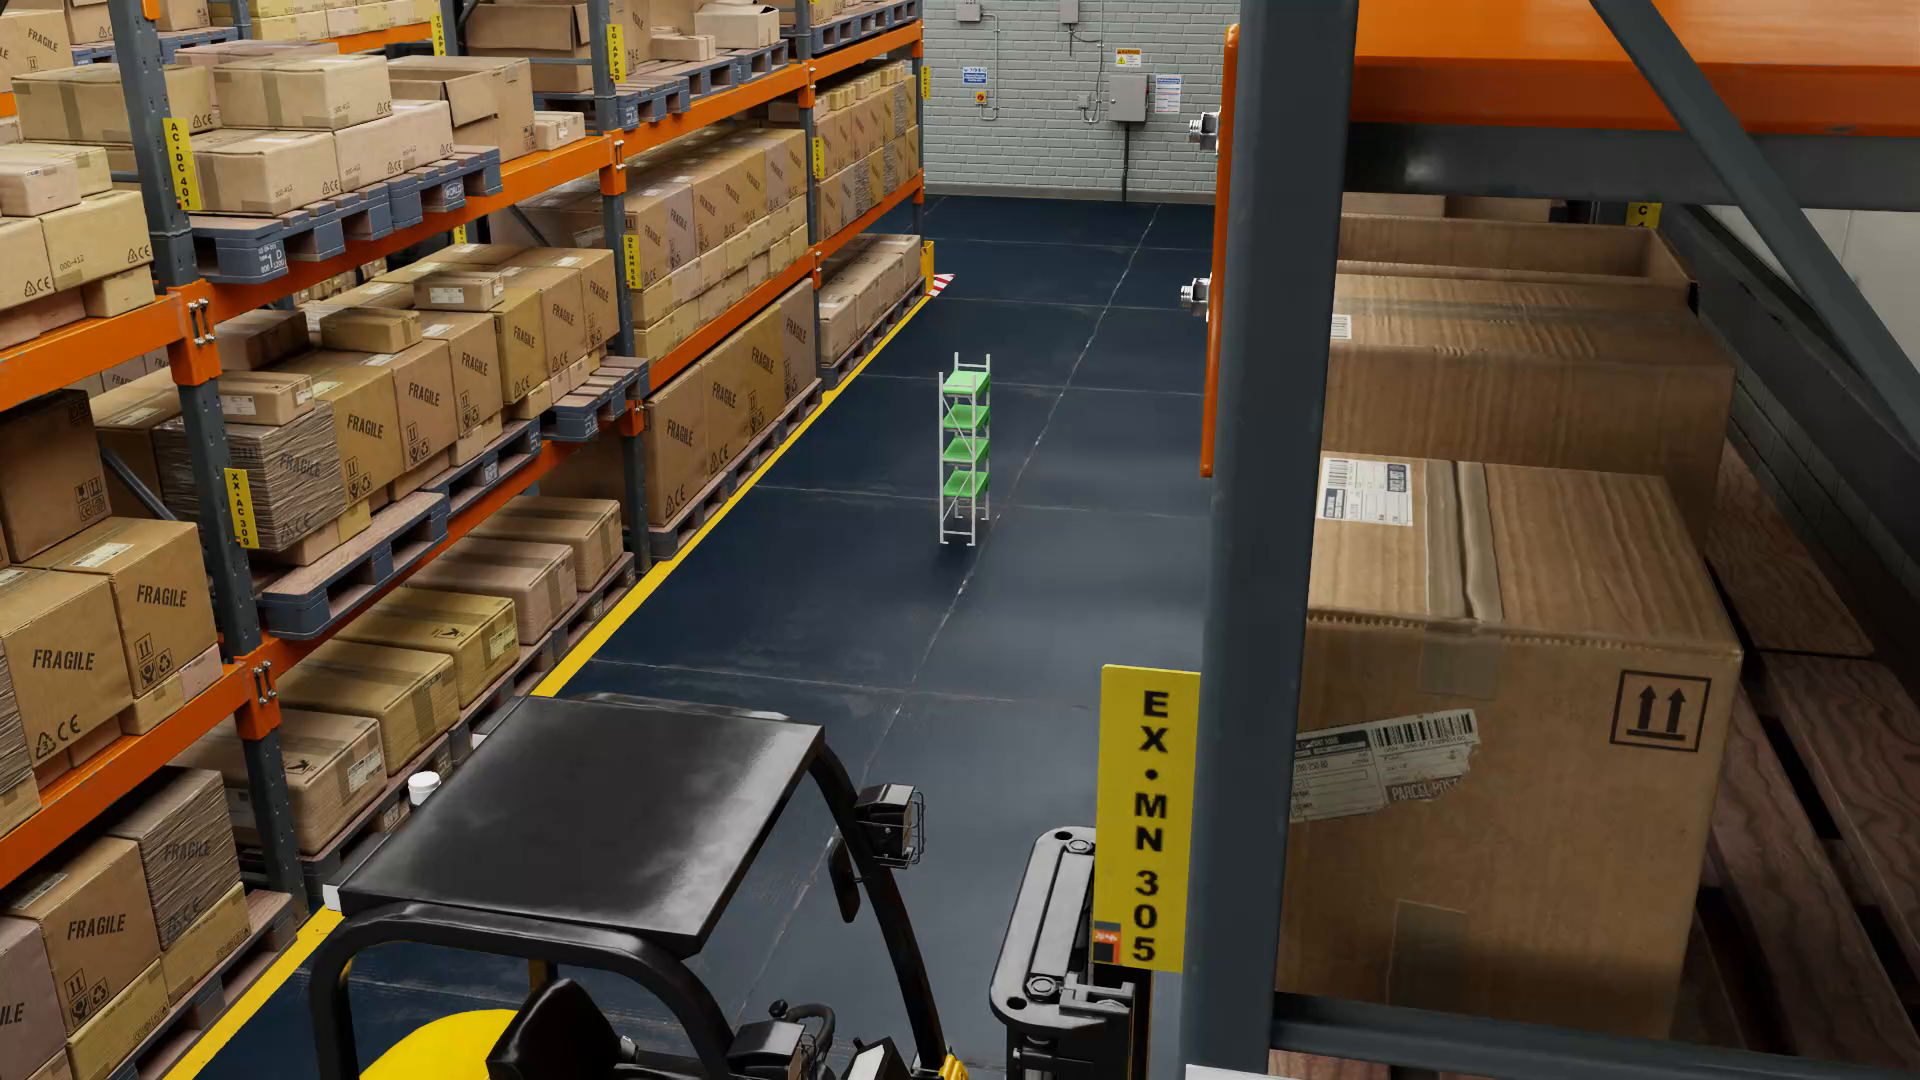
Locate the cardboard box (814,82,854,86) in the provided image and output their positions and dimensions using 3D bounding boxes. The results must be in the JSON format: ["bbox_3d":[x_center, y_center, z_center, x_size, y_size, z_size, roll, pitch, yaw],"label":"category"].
[{"bbox_3d":[-1.174,-4.062,15.085,0.380,0.149,0.250,4,22,11],"label":"cardboard box"}]

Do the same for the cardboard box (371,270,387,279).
[{"bbox_3d":[-5.954,-2.620,16.699,0.380,0.149,0.250,4,22,11],"label":"cardboard box"}]

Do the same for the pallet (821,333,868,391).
[{"bbox_3d":[-1.472,-1.663,15.201,1.003,0.211,1.213,4,22,11],"label":"pallet"}]

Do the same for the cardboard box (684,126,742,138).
[{"bbox_3d":[-2.075,-3.056,13.454,0.500,0.500,0.500,5,22,12],"label":"cardboard box"}]

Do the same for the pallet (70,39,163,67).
[{"bbox_3d":[-7.009,-3.732,12.841,1.213,0.211,1.003,4,22,11],"label":"pallet"}]

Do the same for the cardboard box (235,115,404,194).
[{"bbox_3d":[-2.722,-1.644,7.044,0.500,0.250,0.500,4,22,10],"label":"cardboard box"}]

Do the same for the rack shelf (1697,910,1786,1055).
[{"bbox_3d":[1.116,0.292,3.561,1.077,0.370,4.000,4,22,11],"label":"rack shelf"}]

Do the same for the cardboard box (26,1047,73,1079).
[{"bbox_3d":[-3.401,1.940,5.641,0.500,0.250,0.500,5,22,12],"label":"cardboard box"}]

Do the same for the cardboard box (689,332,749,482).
[{"bbox_3d":[-2.112,-1.003,12.111,0.875,0.875,0.875,5,22,12],"label":"cardboard box"}]

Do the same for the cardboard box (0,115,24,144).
[{"bbox_3d":[-10.532,-4.588,18.534,0.500,0.250,0.500,4,22,10],"label":"cardboard box"}]

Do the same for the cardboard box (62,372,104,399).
[{"bbox_3d":[-6.893,-1.021,12.657,0.500,0.500,0.500,5,22,12],"label":"cardboard box"}]

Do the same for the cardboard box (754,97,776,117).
[{"bbox_3d":[-1.792,-3.721,14.236,0.380,0.149,0.250,5,22,12],"label":"cardboard box"}]

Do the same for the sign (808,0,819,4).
[{"bbox_3d":[-1.170,-4.424,13.195,0.100,0.325,0.005,4,22,11],"label":"sign"}]

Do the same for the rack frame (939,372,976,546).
[{"bbox_3d":[-0.016,-0.528,11.058,0.240,1.200,0.015,4,22,11],"label":"rack frame"}]

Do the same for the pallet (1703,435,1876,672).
[{"bbox_3d":[1.124,0.027,3.376,1.003,0.211,1.213,4,22,11],"label":"pallet"}]

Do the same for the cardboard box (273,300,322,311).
[{"bbox_3d":[-6.183,-2.144,15.517,0.380,0.149,0.250,5,23,13],"label":"cardboard box"}]

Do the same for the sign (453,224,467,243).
[{"bbox_3d":[-3.064,-1.800,10.258,0.100,0.325,0.005,4,22,11],"label":"sign"}]

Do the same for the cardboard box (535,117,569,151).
[{"bbox_3d":[-2.421,-2.274,9.305,0.380,0.149,0.250,4,22,11],"label":"cardboard box"}]

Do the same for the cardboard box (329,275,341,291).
[{"bbox_3d":[-6.179,-2.476,15.944,0.380,0.149,0.250,4,22,10],"label":"cardboard box"}]

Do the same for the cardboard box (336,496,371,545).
[{"bbox_3d":[-2.854,-0.106,7.375,0.380,0.149,0.250,5,22,12],"label":"cardboard box"}]

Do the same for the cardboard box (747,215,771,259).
[{"bbox_3d":[-1.750,-2.294,12.566,0.500,0.250,0.500,5,22,12],"label":"cardboard box"}]

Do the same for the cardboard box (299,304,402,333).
[{"bbox_3d":[-3.149,-0.886,8.444,0.500,0.500,0.500,4,22,9],"label":"cardboard box"}]

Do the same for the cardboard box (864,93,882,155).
[{"bbox_3d":[-1.039,-3.905,15.563,0.500,0.500,0.500,4,22,11],"label":"cardboard box"}]

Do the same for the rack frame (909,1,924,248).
[{"bbox_3d":[-0.887,-4.148,17.637,1.000,3.000,0.127,4,22,11],"label":"rack frame"}]

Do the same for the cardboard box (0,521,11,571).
[{"bbox_3d":[-3.764,-0.077,5.660,0.700,0.500,0.500,5,22,11],"label":"cardboard box"}]

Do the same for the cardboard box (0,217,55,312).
[{"bbox_3d":[-3.265,-0.852,5.241,0.500,0.250,0.500,4,22,10],"label":"cardboard box"}]

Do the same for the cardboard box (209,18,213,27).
[{"bbox_3d":[-6.734,-4.547,14.814,0.500,0.250,0.500,5,22,12],"label":"cardboard box"}]

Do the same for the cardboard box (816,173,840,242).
[{"bbox_3d":[-1.352,-2.883,14.362,0.500,0.500,0.500,5,23,13],"label":"cardboard box"}]

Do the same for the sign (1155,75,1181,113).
[{"bbox_3d":[2.793,-5.992,22.344,0.329,0.494,0.001,4,22,11],"label":"sign"}]

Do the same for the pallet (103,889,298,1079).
[{"bbox_3d":[-3.439,1.783,6.644,1.003,0.211,1.213,4,22,11],"label":"pallet"}]

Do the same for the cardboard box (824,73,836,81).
[{"bbox_3d":[-1.418,-4.465,16.083,0.380,0.149,0.250,5,22,11],"label":"cardboard box"}]

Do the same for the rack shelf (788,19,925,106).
[{"bbox_3d":[-1.296,-4.474,15.394,1.077,0.370,4.000,4,22,11],"label":"rack shelf"}]

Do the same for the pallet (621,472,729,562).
[{"bbox_3d":[-2.285,-0.211,11.595,1.003,0.211,1.213,4,22,11],"label":"pallet"}]

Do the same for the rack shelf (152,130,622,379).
[{"bbox_3d":[-2.928,-1.548,8.130,1.077,0.370,4.000,4,22,11],"label":"rack shelf"}]

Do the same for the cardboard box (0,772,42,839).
[{"bbox_3d":[-3.307,0.870,5.514,0.380,0.149,0.250,4,22,10],"label":"cardboard box"}]

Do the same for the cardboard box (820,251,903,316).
[{"bbox_3d":[-1.103,-2.569,16.586,0.875,0.438,0.875,5,22,12],"label":"cardboard box"}]

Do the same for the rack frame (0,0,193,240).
[{"bbox_3d":[-3.336,-2.542,5.619,1.000,3.000,0.127,4,22,11],"label":"rack frame"}]

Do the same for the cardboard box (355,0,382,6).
[{"bbox_3d":[-5.924,-5.296,16.004,0.500,0.250,0.500,3,22,9],"label":"cardboard box"}]

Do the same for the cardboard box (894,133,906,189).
[{"bbox_3d":[-0.844,-3.815,16.677,0.500,0.500,0.500,4,22,10],"label":"cardboard box"}]

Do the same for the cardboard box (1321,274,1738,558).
[{"bbox_3d":[0.866,-0.145,2.854,0.700,0.500,0.500,5,22,11],"label":"cardboard box"}]

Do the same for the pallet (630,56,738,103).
[{"bbox_3d":[-2.215,-3.174,11.458,1.003,0.211,1.213,6,23,13],"label":"pallet"}]

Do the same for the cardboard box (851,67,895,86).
[{"bbox_3d":[-0.855,-4.528,16.240,0.380,0.149,0.250,5,22,12],"label":"cardboard box"}]

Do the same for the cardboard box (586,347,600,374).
[{"bbox_3d":[-2.340,-1.059,9.741,0.380,0.149,0.250,5,22,12],"label":"cardboard box"}]

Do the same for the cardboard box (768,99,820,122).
[{"bbox_3d":[-1.385,-3.591,13.915,0.380,0.149,0.250,4,22,10],"label":"cardboard box"}]

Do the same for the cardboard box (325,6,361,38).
[{"bbox_3d":[-5.999,-4.869,15.613,0.500,0.250,0.500,5,23,13],"label":"cardboard box"}]

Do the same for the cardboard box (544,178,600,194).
[{"bbox_3d":[-2.574,-2.129,11.153,0.500,0.500,0.500,5,22,12],"label":"cardboard box"}]

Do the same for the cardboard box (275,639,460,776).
[{"bbox_3d":[-3.088,0.810,8.282,0.950,0.372,0.625,6,23,14],"label":"cardboard box"}]

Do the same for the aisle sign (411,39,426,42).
[{"bbox_3d":[-6.033,-5.743,18.119,0.394,0.787,0.004,4,22,11],"label":"aisle sign"}]

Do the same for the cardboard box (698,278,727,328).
[{"bbox_3d":[-1.974,-1.693,11.742,0.500,0.250,0.500,5,23,13],"label":"cardboard box"}]

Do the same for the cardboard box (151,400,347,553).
[{"bbox_3d":[-2.960,-0.288,6.958,0.500,0.500,0.500,5,22,12],"label":"cardboard box"}]

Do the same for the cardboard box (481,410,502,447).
[{"bbox_3d":[-2.595,-0.589,8.576,0.380,0.149,0.250,4,22,9],"label":"cardboard box"}]

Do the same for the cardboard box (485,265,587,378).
[{"bbox_3d":[-2.435,-1.224,9.282,0.500,0.500,0.500,4,22,10],"label":"cardboard box"}]

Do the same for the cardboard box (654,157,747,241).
[{"bbox_3d":[-1.861,-2.448,11.945,0.500,0.500,0.500,5,22,12],"label":"cardboard box"}]

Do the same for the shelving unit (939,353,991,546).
[{"bbox_3d":[0.034,-0.617,11.280,0.258,1.200,0.503,4,22,11],"label":"shelving unit"}]

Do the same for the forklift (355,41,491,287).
[{"bbox_3d":[-4.389,-2.510,13.663,1.130,2.935,3.031,6,23,14],"label":"forklift"}]

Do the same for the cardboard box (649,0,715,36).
[{"bbox_3d":[-2.167,-4.017,12.601,0.500,0.500,0.500,4,22,10],"label":"cardboard box"}]

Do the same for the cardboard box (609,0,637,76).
[{"bbox_3d":[-2.504,-3.231,10.649,0.700,0.500,0.500,3,22,8],"label":"cardboard box"}]

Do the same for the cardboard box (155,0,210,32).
[{"bbox_3d":[-6.755,-4.527,13.869,0.700,0.500,0.500,4,22,11],"label":"cardboard box"}]

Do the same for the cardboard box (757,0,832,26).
[{"bbox_3d":[-1.378,-4.563,13.822,0.500,0.500,0.500,5,22,12],"label":"cardboard box"}]

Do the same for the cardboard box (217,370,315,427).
[{"bbox_3d":[-2.894,-0.584,6.826,0.380,0.149,0.250,4,22,11],"label":"cardboard box"}]
